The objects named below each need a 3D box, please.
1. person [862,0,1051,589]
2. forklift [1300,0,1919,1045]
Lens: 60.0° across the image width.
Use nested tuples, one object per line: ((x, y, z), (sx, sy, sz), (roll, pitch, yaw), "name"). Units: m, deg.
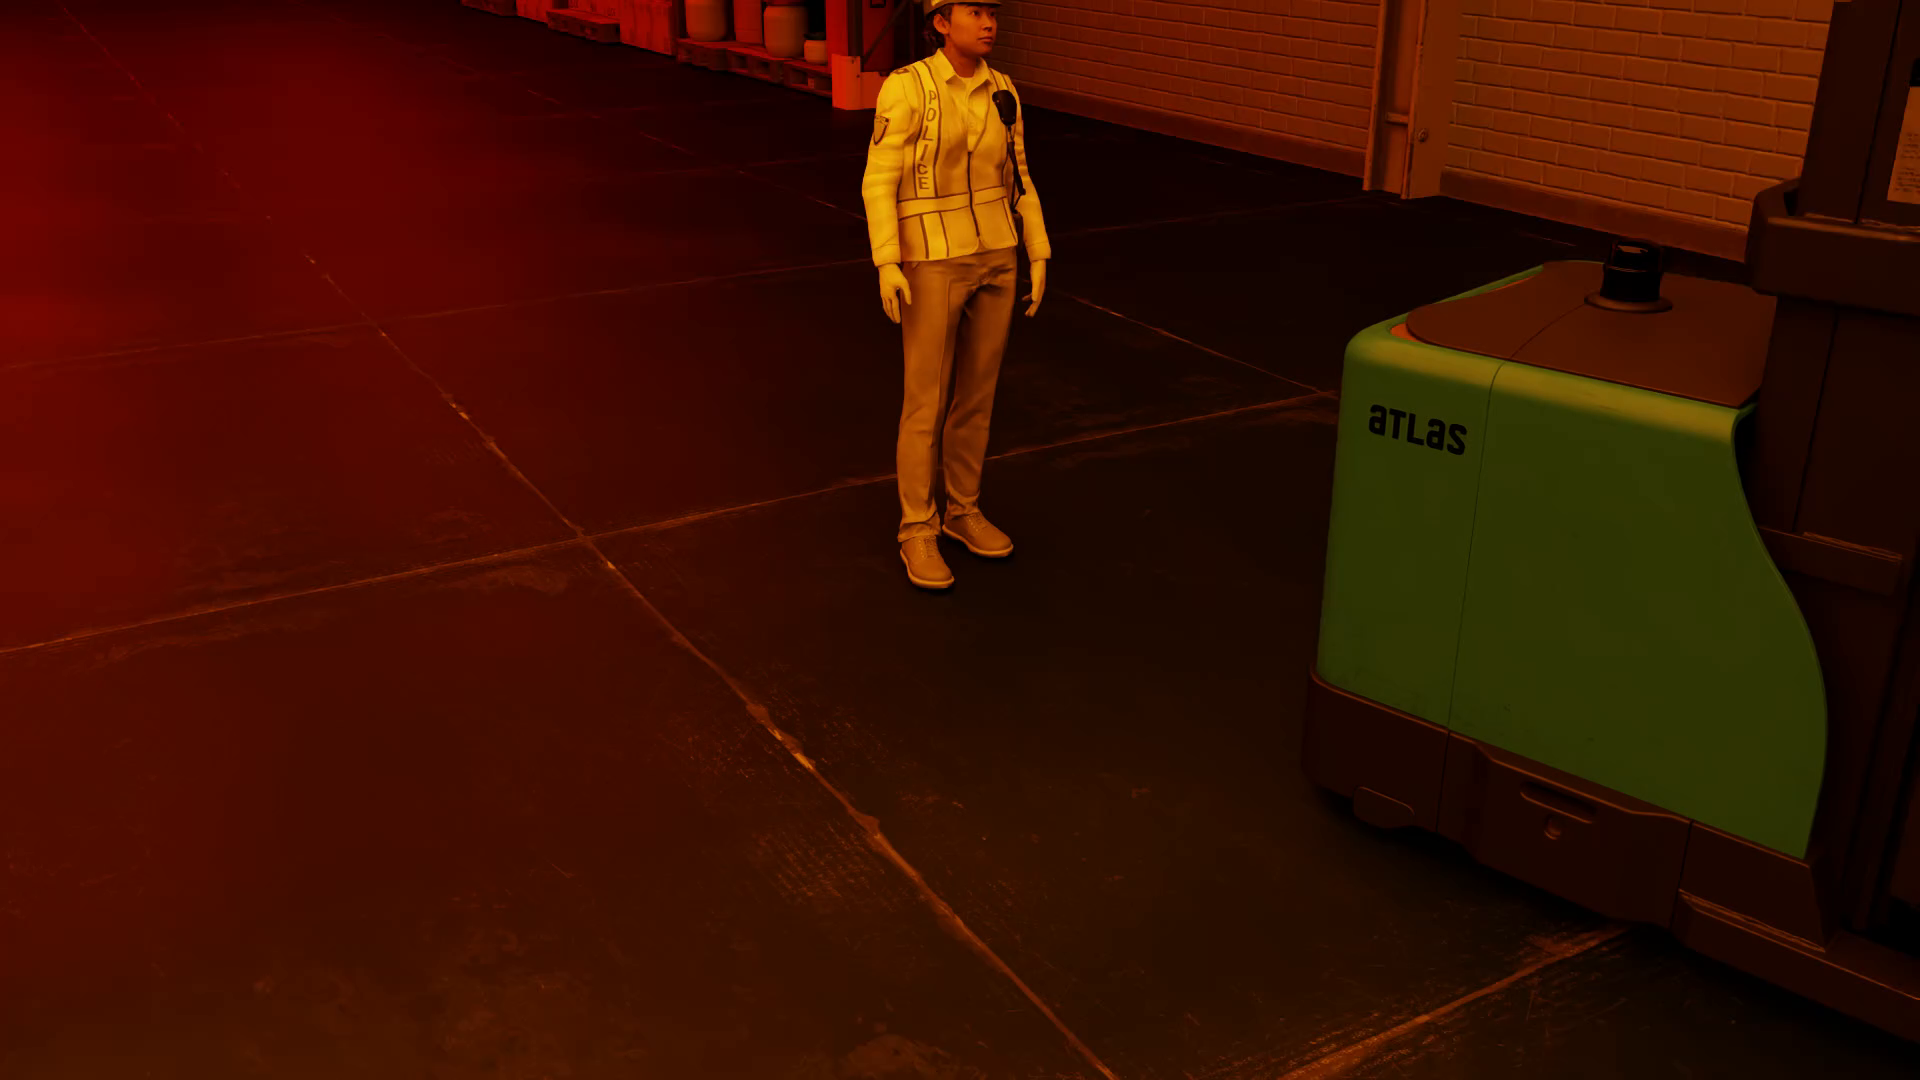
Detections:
((0.028, -0.767, 4.752), (0.586, 1.694, 0.531), (-12, 25, -28), "person")
((2.170, -0.523, 2.547), (3.031, 2.935, 1.130), (20, 30, 40), "forklift")
